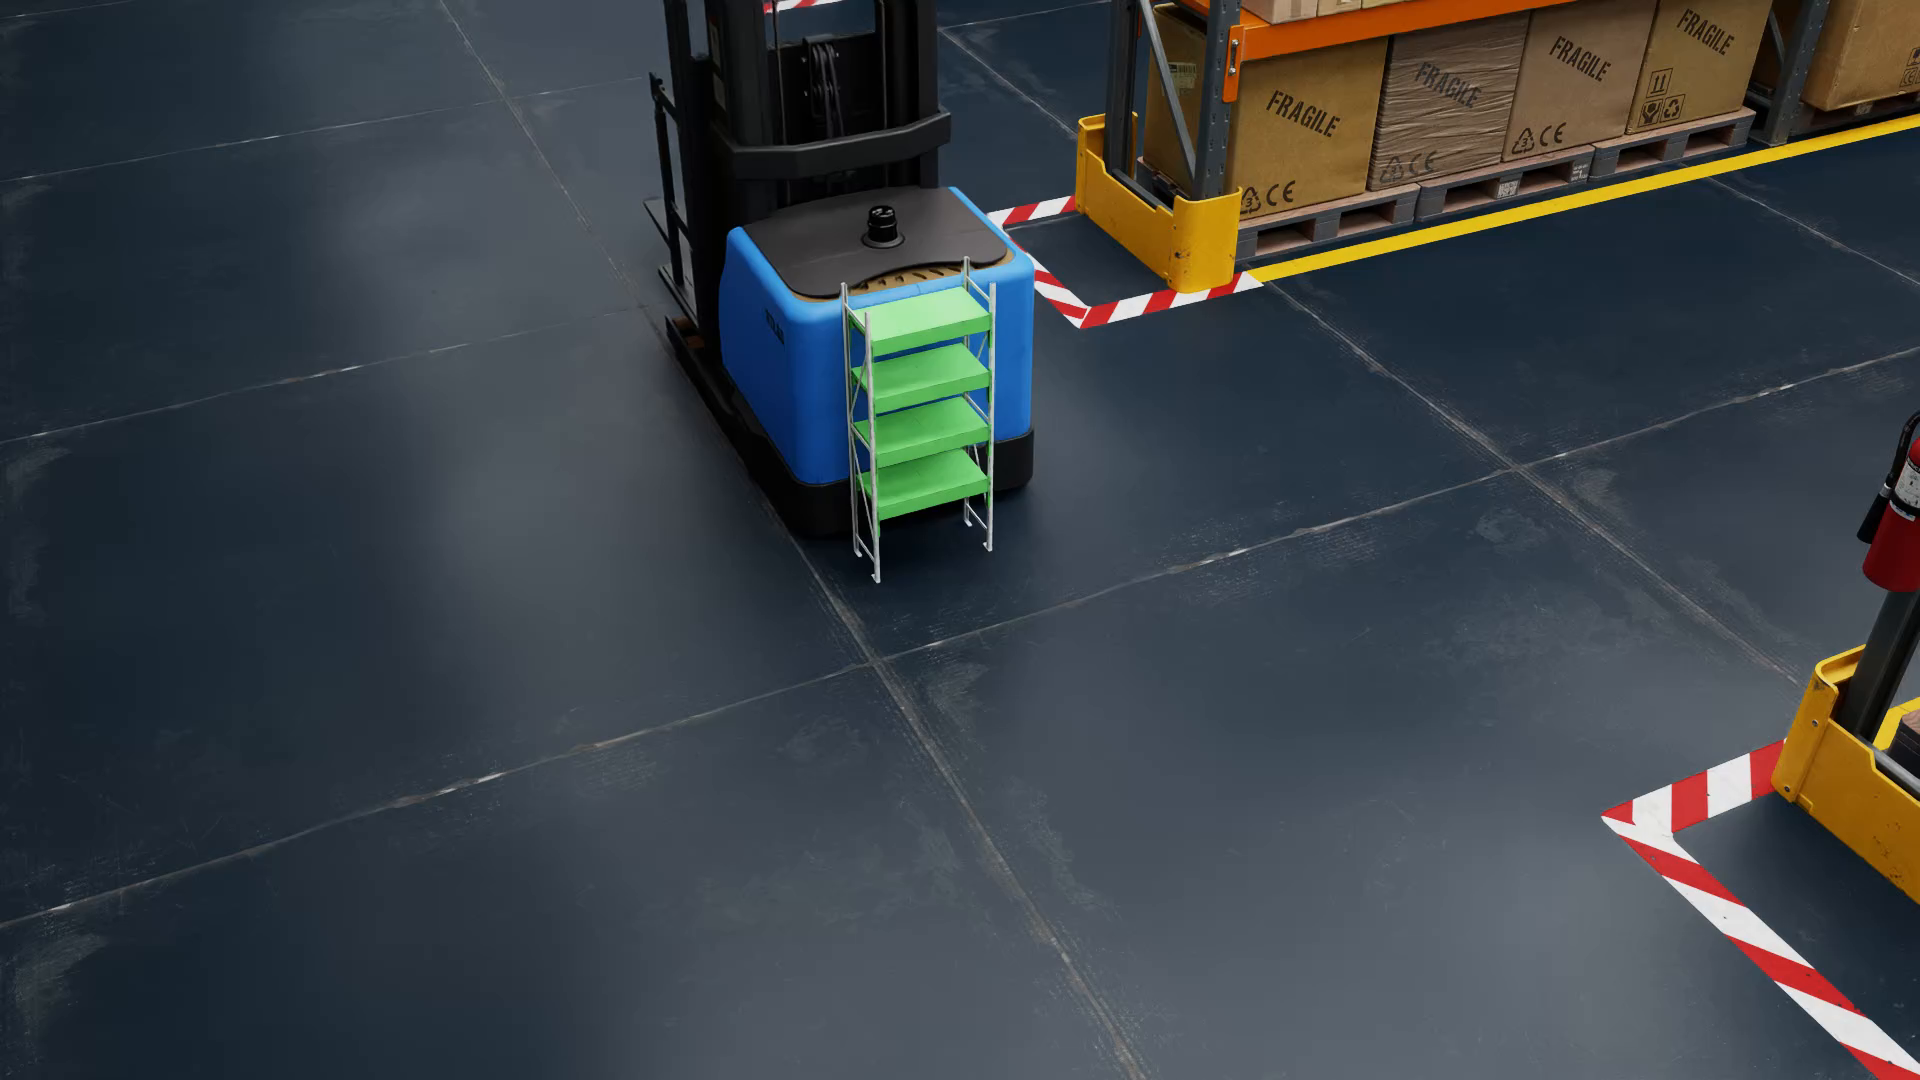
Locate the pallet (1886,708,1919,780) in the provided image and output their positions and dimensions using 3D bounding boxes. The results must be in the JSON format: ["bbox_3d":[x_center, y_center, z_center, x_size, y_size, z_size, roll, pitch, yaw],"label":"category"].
[{"bbox_3d":[3.910,0.798,5.497,1.213,0.211,1.003,-16,39,-20],"label":"pallet"}]

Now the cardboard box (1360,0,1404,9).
[{"bbox_3d":[1.968,-2.747,8.146,0.250,0.149,0.380,-17,40,-21],"label":"cardboard box"}]

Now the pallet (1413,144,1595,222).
[{"bbox_3d":[2.836,-2.236,9.588,1.213,0.211,1.003,-16,39,-20],"label":"pallet"}]

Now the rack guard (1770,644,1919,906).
[{"bbox_3d":[3.131,0.883,5.140,0.348,0.500,1.175,-16,39,-20],"label":"rack guard"}]

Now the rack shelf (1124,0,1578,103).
[{"bbox_3d":[2.853,-3.022,8.911,4.000,0.370,1.077,-16,39,-20],"label":"rack shelf"}]

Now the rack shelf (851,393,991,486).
[{"bbox_3d":[-0.150,-0.389,6.374,0.480,0.148,0.258,-16,39,-20],"label":"rack shelf"}]

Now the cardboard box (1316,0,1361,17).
[{"bbox_3d":[1.736,-2.682,8.059,0.250,0.149,0.380,-16,40,-21],"label":"cardboard box"}]

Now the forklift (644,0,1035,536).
[{"bbox_3d":[-0.753,-2.067,7.077,1.130,2.935,3.031,-15,39,-19],"label":"forklift"}]

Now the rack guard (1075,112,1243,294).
[{"bbox_3d":[1.021,-1.795,8.751,0.348,0.500,1.175,-16,39,-20],"label":"rack guard"}]

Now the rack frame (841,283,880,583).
[{"bbox_3d":[-0.371,-0.378,6.253,0.015,1.200,0.240,-16,39,-20],"label":"rack frame"}]

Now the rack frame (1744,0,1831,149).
[{"bbox_3d":[4.664,-3.818,9.379,0.127,3.000,1.000,-16,39,-20],"label":"rack frame"}]

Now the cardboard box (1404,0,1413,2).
[{"bbox_3d":[2.203,-2.813,8.236,0.250,0.149,0.380,-16,40,-21],"label":"cardboard box"}]

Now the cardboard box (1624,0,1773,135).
[{"bbox_3d":[4.032,-3.009,9.720,0.875,0.875,0.875,-16,39,-20],"label":"cardboard box"}]

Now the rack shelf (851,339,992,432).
[{"bbox_3d":[-0.150,-0.581,6.231,0.480,0.148,0.258,-16,39,-20],"label":"rack shelf"}]

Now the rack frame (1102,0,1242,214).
[{"bbox_3d":[1.043,-2.805,8.014,0.127,3.000,1.000,-16,39,-20],"label":"rack frame"}]

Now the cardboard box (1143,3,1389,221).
[{"bbox_3d":[1.588,-2.326,8.798,0.875,0.875,0.875,-16,39,-20],"label":"cardboard box"}]

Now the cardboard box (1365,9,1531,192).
[{"bbox_3d":[2.412,-2.556,9.109,0.875,0.875,0.875,-16,39,-20],"label":"cardboard box"}]

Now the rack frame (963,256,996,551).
[{"bbox_3d":[0.071,-0.502,6.419,0.015,1.200,0.240,-16,39,-20],"label":"rack frame"}]

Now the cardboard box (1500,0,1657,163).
[{"bbox_3d":[3.217,-2.781,9.413,0.875,0.875,0.875,-16,39,-20],"label":"cardboard box"}]

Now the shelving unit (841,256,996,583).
[{"bbox_3d":[-0.150,-0.440,6.336,0.503,1.200,0.258,-16,39,-20],"label":"shelving unit"}]

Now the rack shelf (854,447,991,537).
[{"bbox_3d":[-0.150,-0.196,6.517,0.480,0.148,0.258,-16,39,-20],"label":"rack shelf"}]

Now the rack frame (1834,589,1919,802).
[{"bbox_3d":[3.147,-0.134,4.413,0.127,3.000,1.000,-16,39,-20],"label":"rack frame"}]

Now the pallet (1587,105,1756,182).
[{"bbox_3d":[3.942,-2.547,10.007,1.213,0.211,1.003,-16,39,-20],"label":"pallet"}]

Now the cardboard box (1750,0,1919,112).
[{"bbox_3d":[5.235,-3.306,10.120,0.875,0.875,1.225,-15,39,-20],"label":"cardboard box"}]

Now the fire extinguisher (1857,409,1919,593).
[{"bbox_3d":[2.818,-0.160,4.826,0.183,0.674,0.296,-16,39,-20],"label":"fire extinguisher"}]

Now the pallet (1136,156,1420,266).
[{"bbox_3d":[1.733,-1.930,9.175,1.213,0.211,1.003,-16,39,-20],"label":"pallet"}]

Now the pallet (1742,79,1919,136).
[{"bbox_3d":[5.330,-2.934,10.528,1.213,0.211,1.003,-16,39,-20],"label":"pallet"}]

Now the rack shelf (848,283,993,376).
[{"bbox_3d":[-0.150,-0.774,6.088,0.480,0.148,0.258,-16,39,-20],"label":"rack shelf"}]

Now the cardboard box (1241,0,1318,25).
[{"bbox_3d":[1.504,-2.616,7.970,0.250,0.149,0.380,-15,39,-19],"label":"cardboard box"}]
